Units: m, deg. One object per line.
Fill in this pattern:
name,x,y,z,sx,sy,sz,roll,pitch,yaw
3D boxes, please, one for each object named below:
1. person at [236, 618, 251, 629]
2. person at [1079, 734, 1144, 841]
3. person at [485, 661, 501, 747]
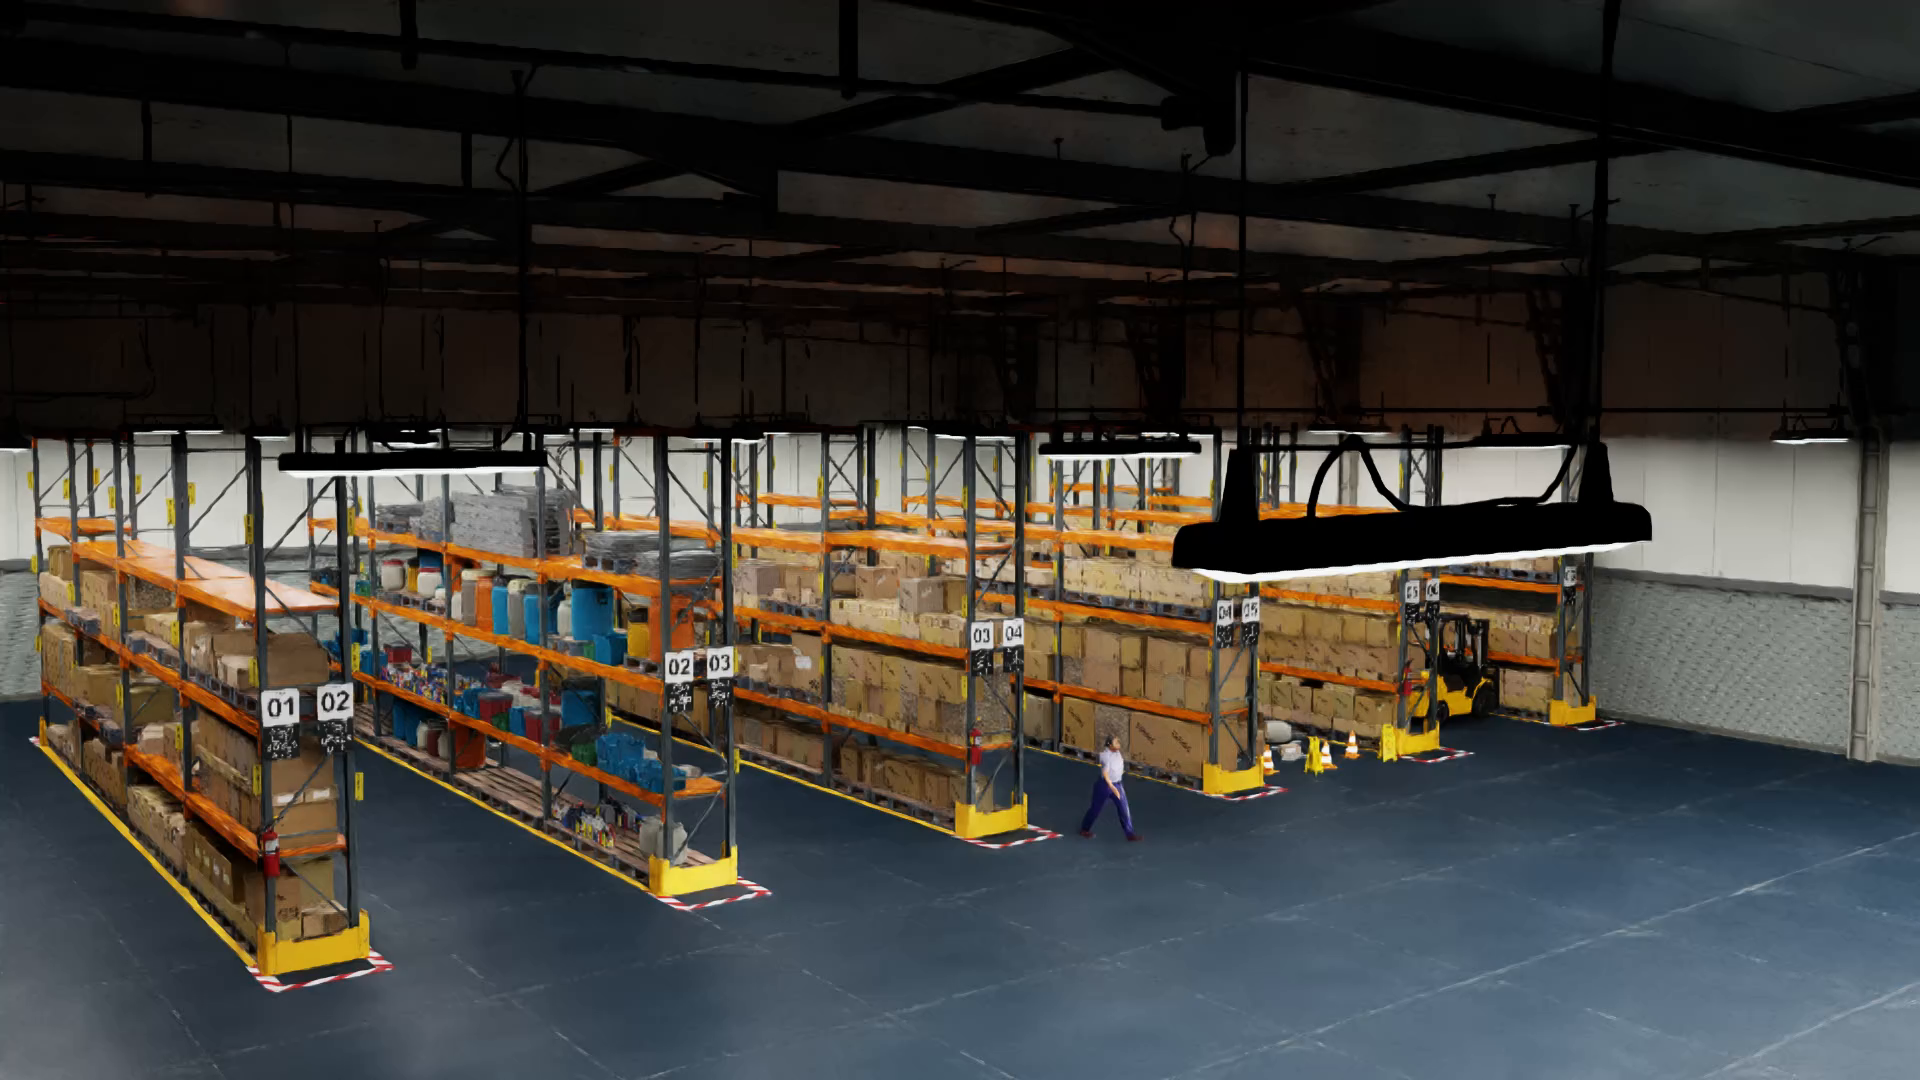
person,-16.261,2.504,37.548,0.482,1.777,0.722,1,5,10
person,2.200,3.623,24.355,1.000,1.567,0.478,4,6,45
person,-8.722,3.068,31.242,0.499,1.601,0.422,3,6,36
